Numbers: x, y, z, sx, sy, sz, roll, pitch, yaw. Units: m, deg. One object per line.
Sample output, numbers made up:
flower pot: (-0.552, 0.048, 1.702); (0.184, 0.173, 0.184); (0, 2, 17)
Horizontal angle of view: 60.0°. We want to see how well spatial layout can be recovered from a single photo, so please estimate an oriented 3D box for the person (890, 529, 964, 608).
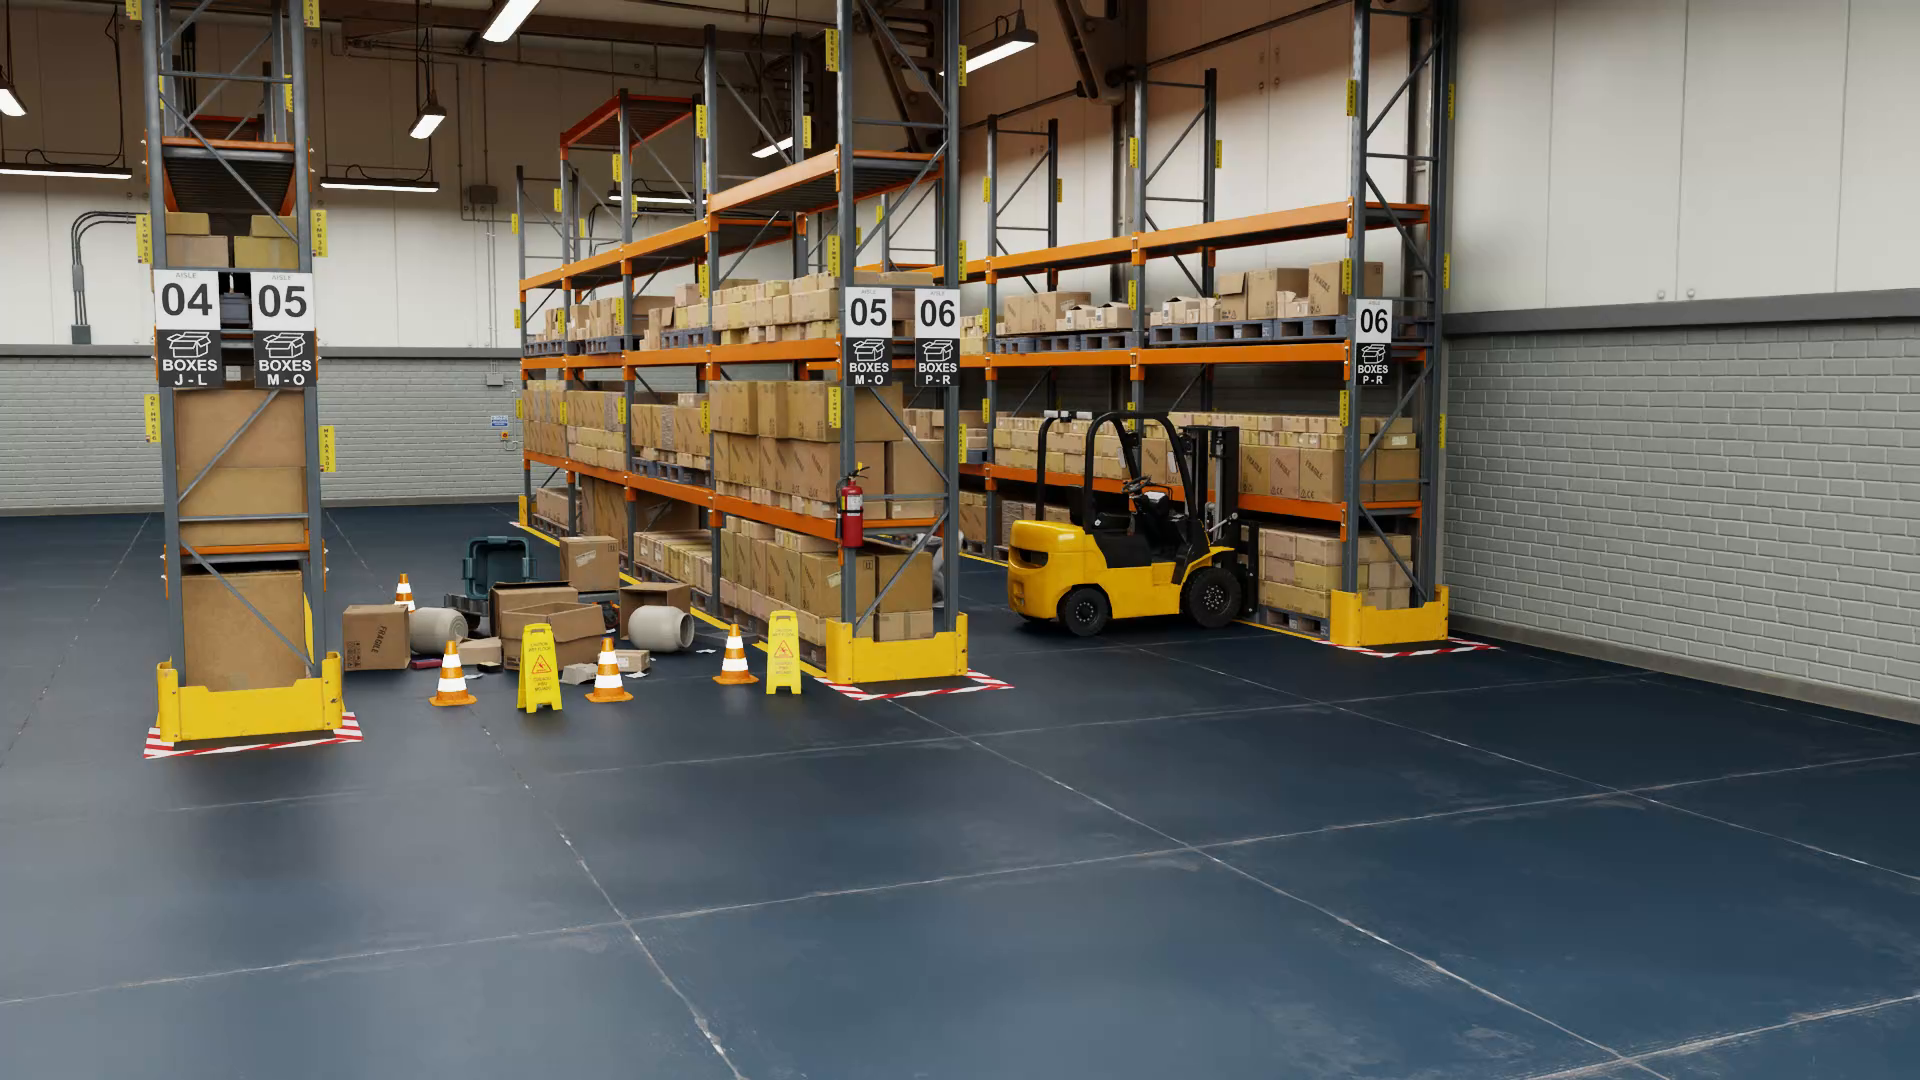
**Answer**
person: (-0.403, 0.222, 18.021); (0.922, 1.030, 0.460); (-3, 6, -26)
